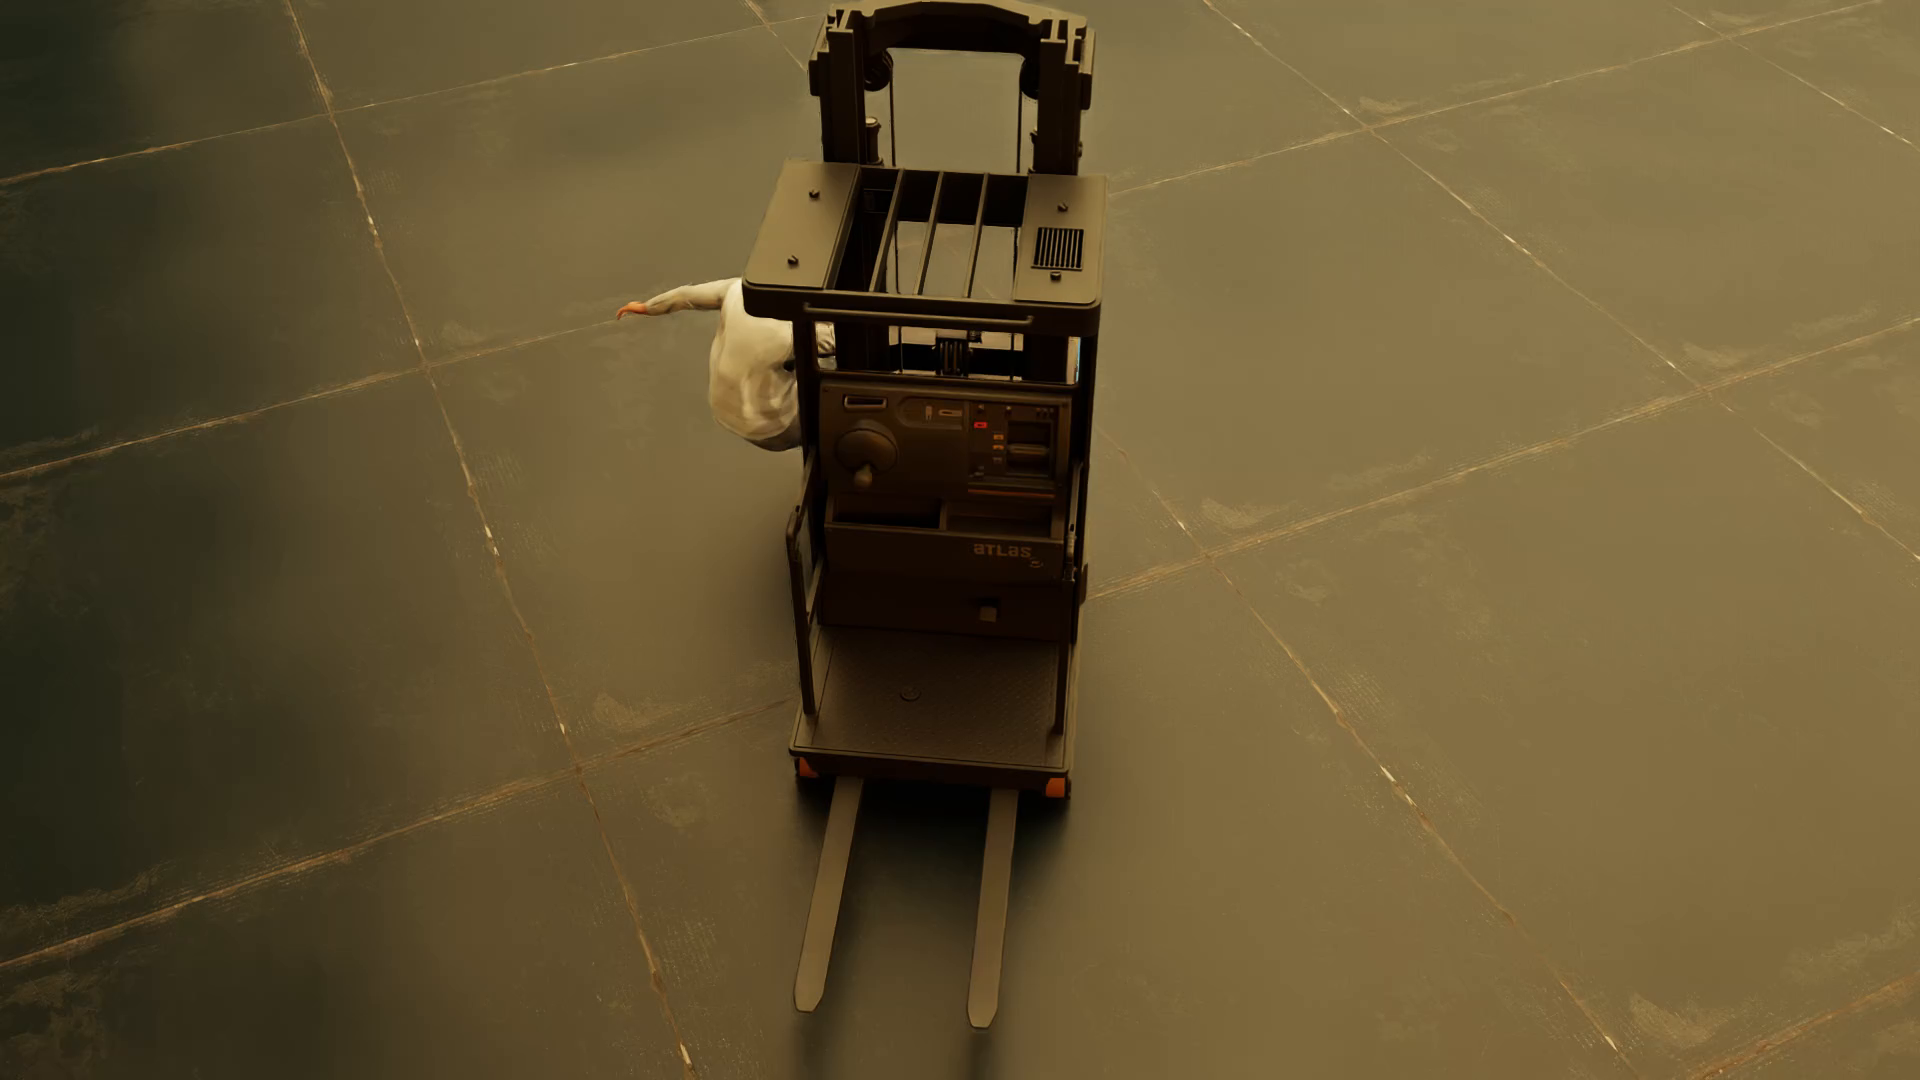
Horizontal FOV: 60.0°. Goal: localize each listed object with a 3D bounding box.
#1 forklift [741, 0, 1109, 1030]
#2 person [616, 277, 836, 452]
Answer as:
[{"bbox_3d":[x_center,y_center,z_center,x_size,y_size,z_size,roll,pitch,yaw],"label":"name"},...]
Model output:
[{"bbox_3d":[-0.078,-0.282,5.983,1.130,2.935,3.031,4,43,4],"label":"forklift"},{"bbox_3d":[-0.841,-0.814,7.674,1.178,1.477,0.932,33,52,30],"label":"person"}]
